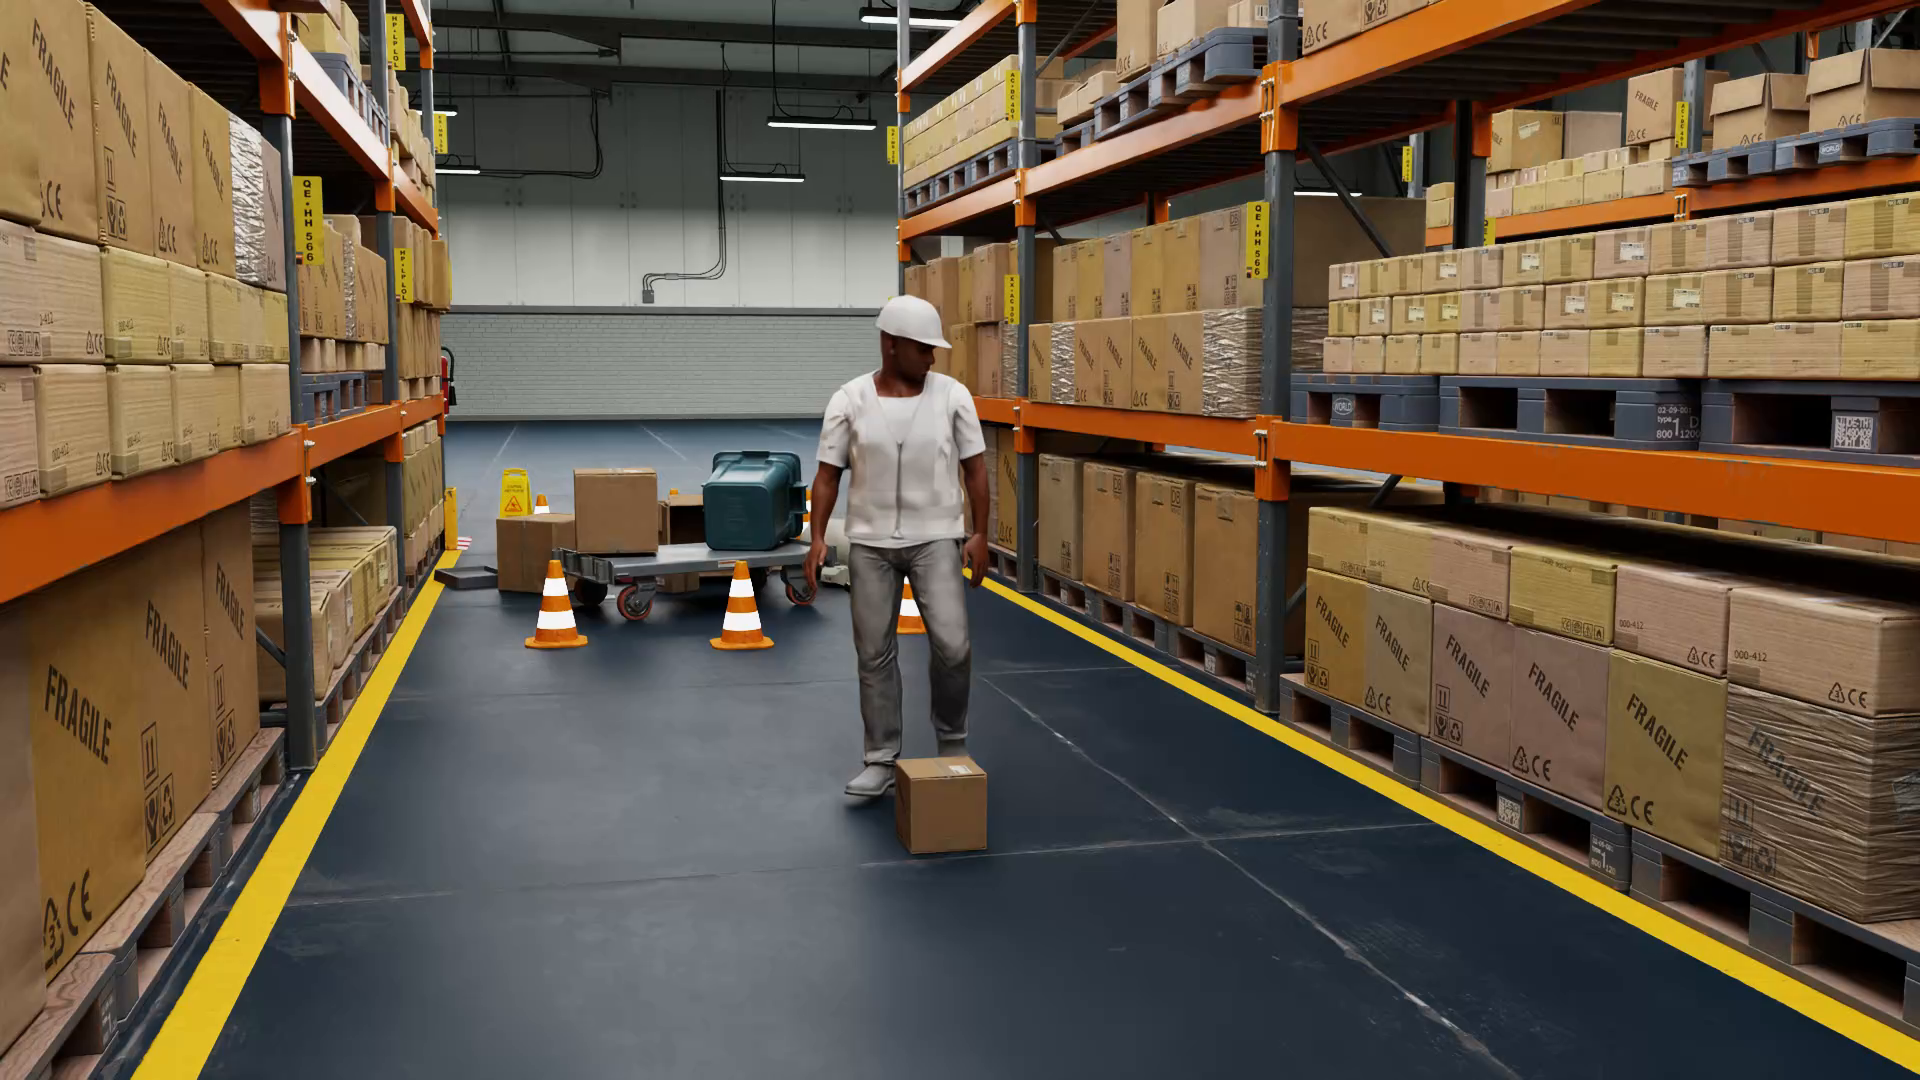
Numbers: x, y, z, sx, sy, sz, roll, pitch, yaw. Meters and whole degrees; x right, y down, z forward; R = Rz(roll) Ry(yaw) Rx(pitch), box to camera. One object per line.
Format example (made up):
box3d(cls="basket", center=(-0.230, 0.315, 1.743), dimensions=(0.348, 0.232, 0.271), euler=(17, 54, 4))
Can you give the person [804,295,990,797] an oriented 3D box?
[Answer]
box3d(cls="person", center=(-0.217, 0.023, 5.905), dimensions=(0.628, 1.767, 0.467), euler=(1, 6, 7))
